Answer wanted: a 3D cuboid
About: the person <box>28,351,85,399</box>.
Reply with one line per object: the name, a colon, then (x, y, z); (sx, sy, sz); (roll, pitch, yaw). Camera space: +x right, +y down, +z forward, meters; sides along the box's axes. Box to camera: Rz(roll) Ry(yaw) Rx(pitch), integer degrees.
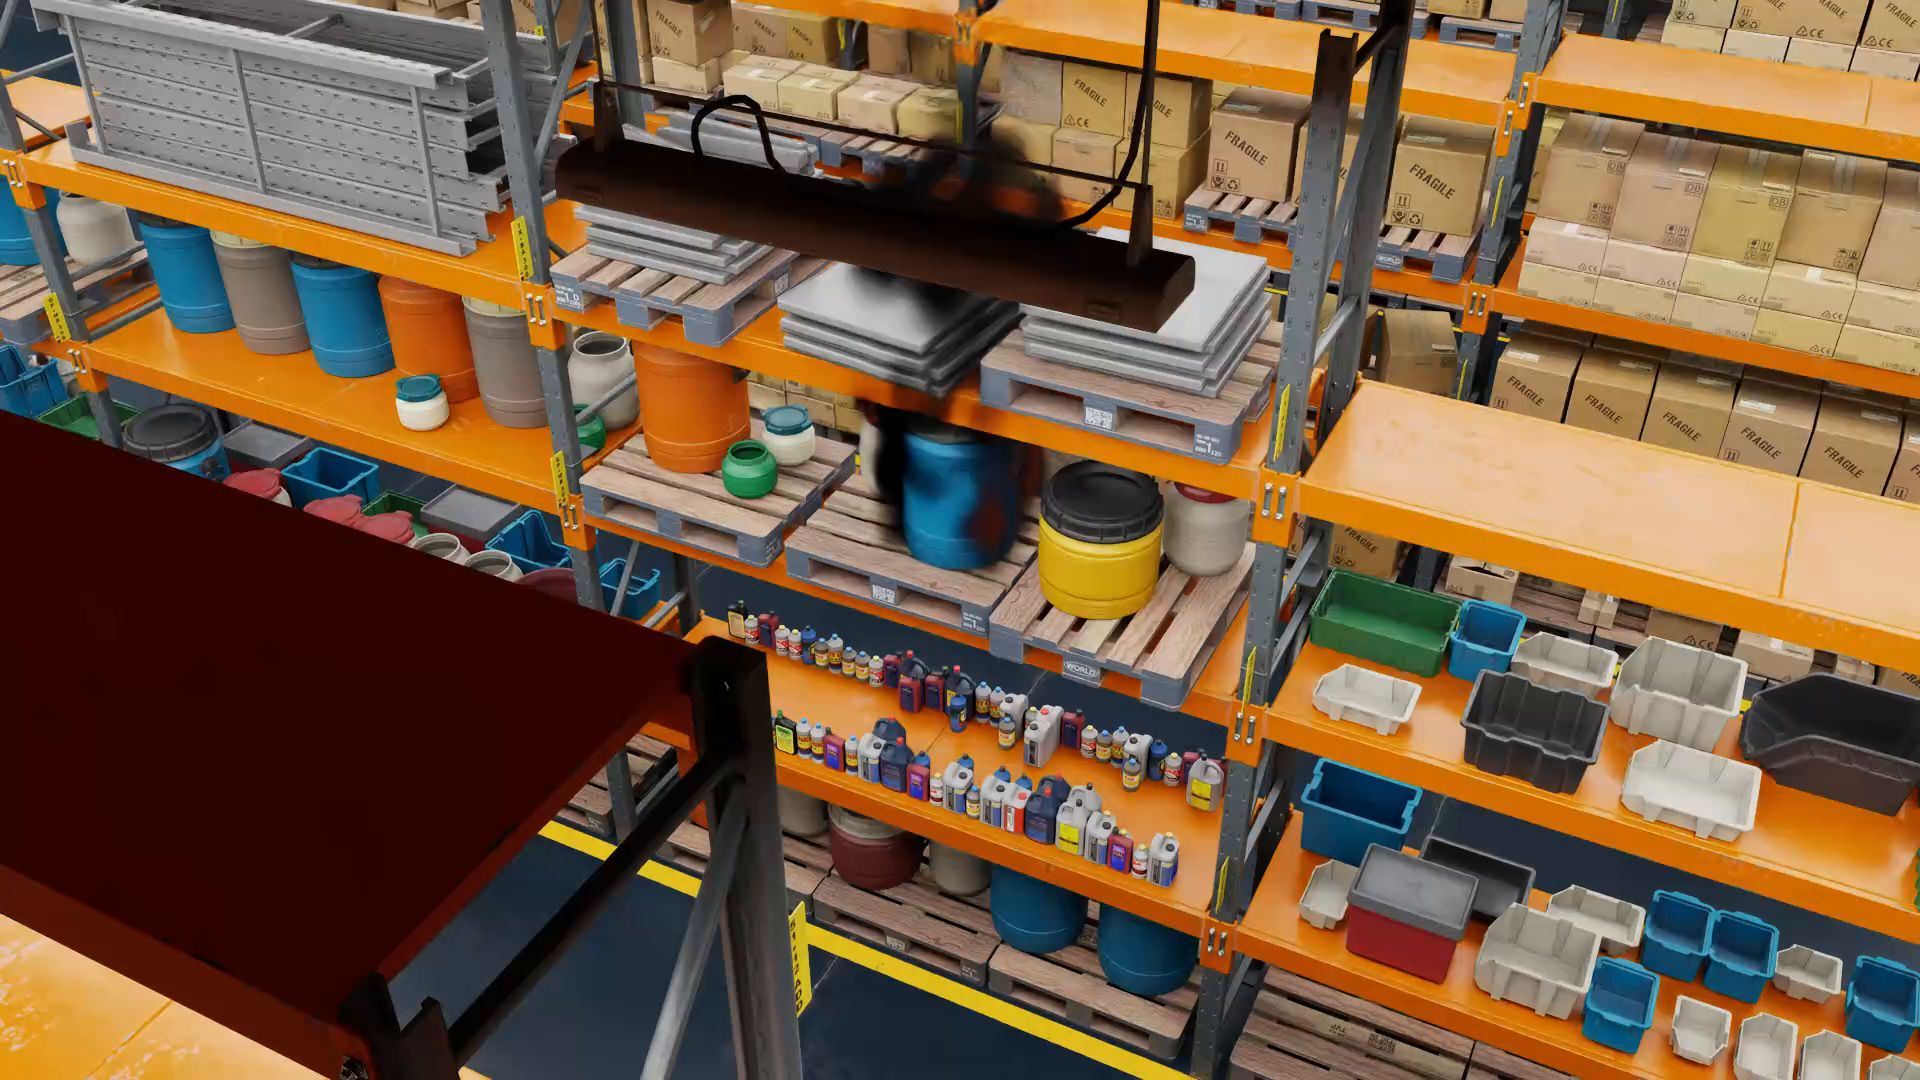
person: (-7.812, -1.523, 14.537); (0.741, 1.736, 0.651); (12, 37, 17)
